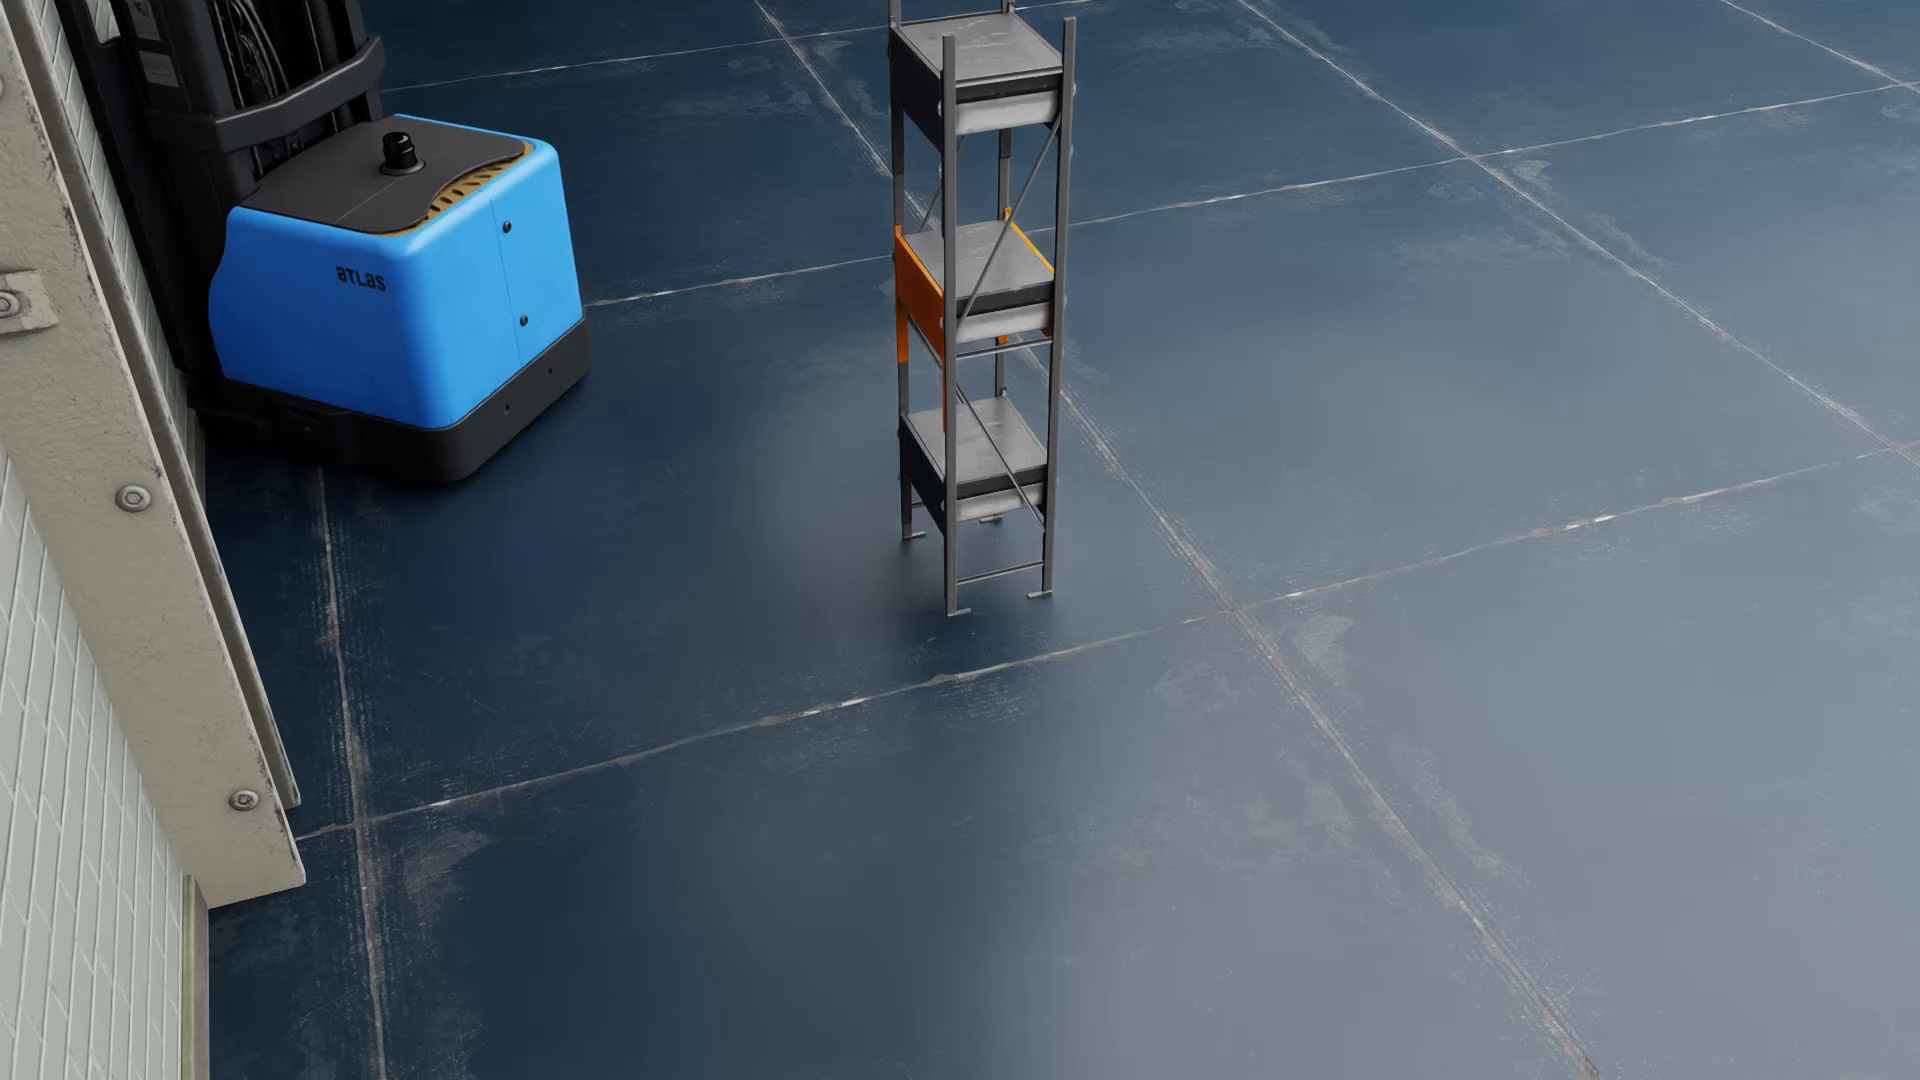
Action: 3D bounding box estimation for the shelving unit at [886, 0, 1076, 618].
[{"bbox_3d":[0.057,-0.745,5.494,0.431,2.100,0.503,-12,39,-16],"label":"shelving unit"}]

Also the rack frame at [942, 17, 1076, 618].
[{"bbox_3d":[0.141,-0.607,5.311,0.400,2.100,0.015,-12,39,-16],"label":"rack frame"}]

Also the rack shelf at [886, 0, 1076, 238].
[{"bbox_3d":[0.057,-1.293,5.081,0.431,0.518,0.480,-12,39,-16],"label":"rack shelf"}]

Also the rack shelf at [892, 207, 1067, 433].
[{"bbox_3d":[0.057,-0.734,5.502,0.431,0.518,0.480,-12,39,-16],"label":"rack shelf"}]

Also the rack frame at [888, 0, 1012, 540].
[{"bbox_3d":[-0.027,-0.883,5.677,0.400,2.100,0.015,-12,39,-16],"label":"rack frame"}]

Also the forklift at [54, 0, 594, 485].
[{"bbox_3d":[-3.137,-1.955,6.409,3.031,2.935,1.130,14,39,18],"label":"forklift"}]

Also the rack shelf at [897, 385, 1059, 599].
[{"bbox_3d":[0.057,-0.175,5.923,0.431,0.518,0.480,-12,39,-16],"label":"rack shelf"}]

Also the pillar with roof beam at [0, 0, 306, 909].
[{"bbox_3d":[1.900,-3.551,3.485,9.100,9.000,0.400,-12,39,-16],"label":"pillar with roof beam"}]
